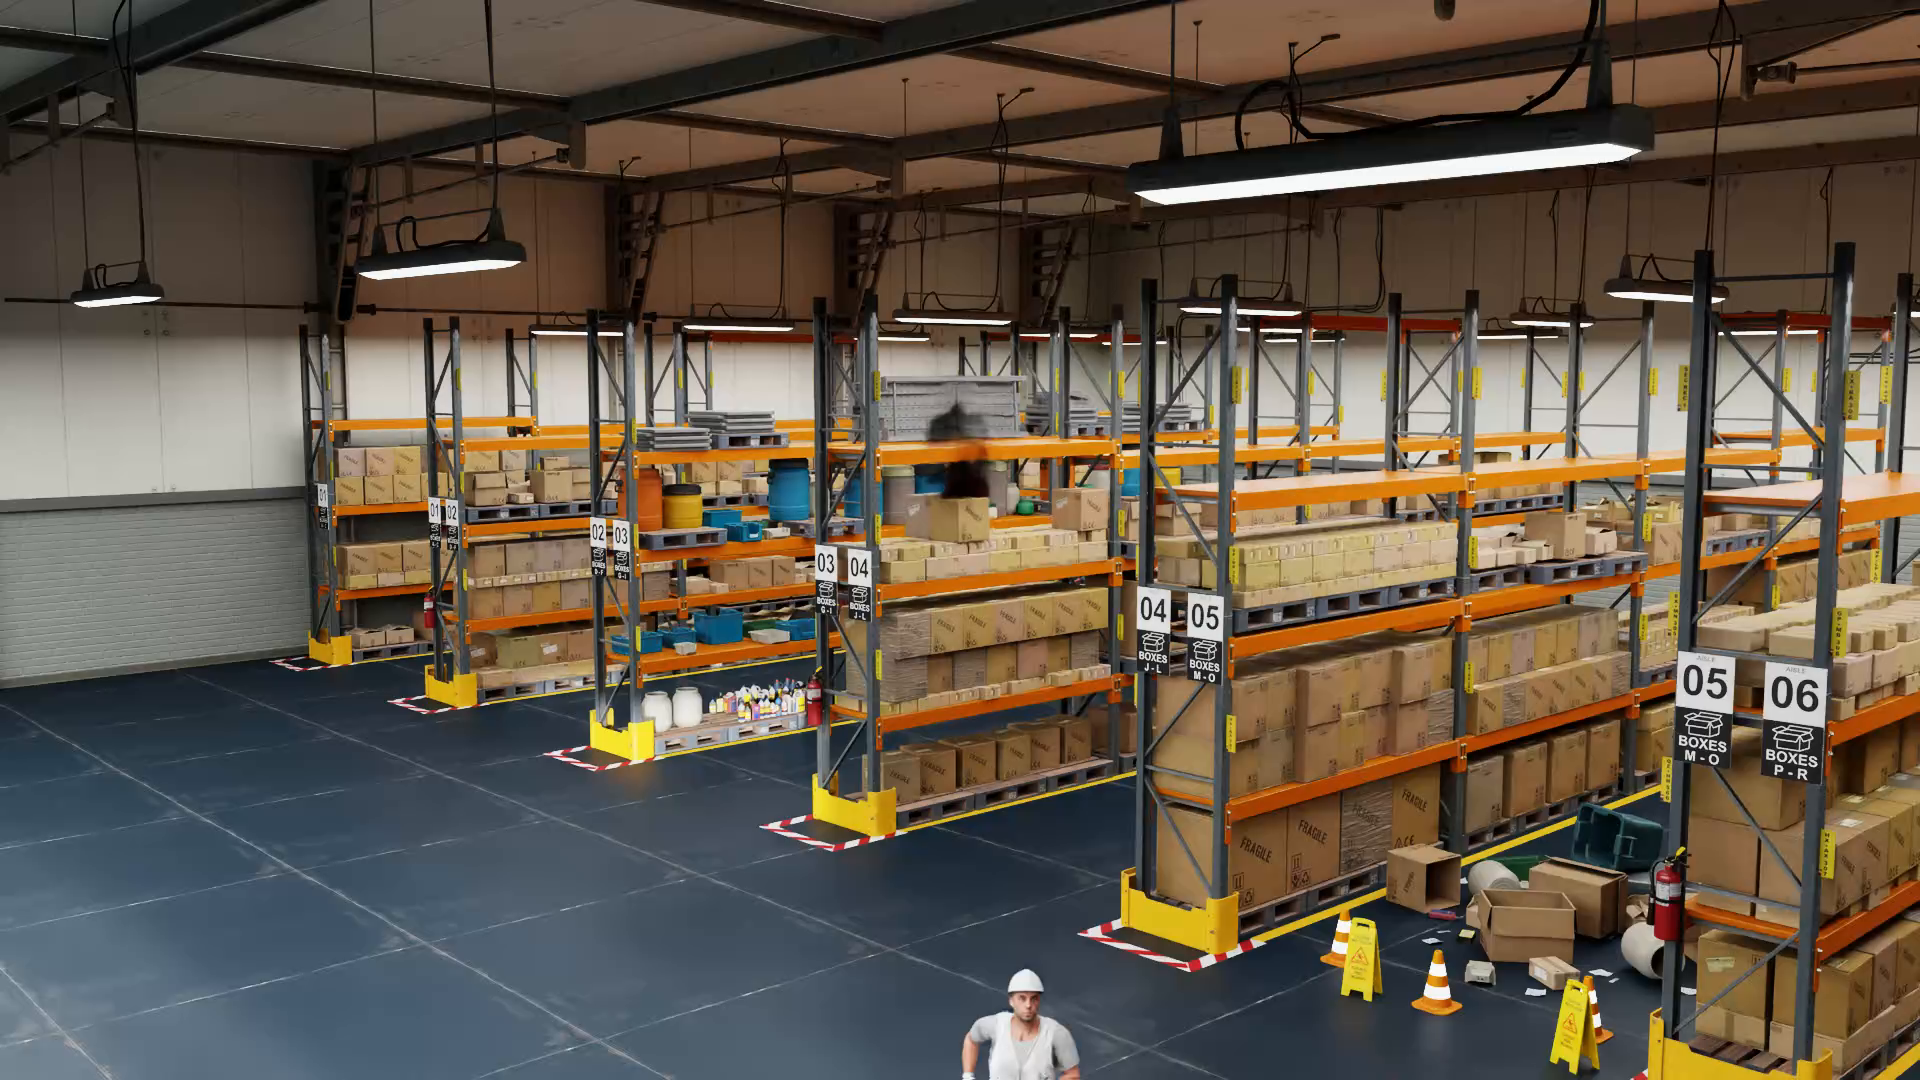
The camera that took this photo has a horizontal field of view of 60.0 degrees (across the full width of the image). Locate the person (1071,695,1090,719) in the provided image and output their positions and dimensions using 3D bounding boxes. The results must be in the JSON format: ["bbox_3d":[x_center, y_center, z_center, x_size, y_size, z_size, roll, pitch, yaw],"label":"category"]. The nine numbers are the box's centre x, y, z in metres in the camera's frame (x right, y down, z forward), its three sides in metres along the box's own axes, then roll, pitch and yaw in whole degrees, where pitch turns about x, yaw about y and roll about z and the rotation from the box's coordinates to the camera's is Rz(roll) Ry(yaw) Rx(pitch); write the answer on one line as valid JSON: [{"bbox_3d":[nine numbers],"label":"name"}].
[{"bbox_3d":[1.709,1.890,23.887,0.606,1.702,0.768,5,8,43],"label":"person"}]

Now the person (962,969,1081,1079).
[{"bbox_3d":[0.347,3.322,9.392,0.674,1.772,0.998,0,6,0],"label":"person"}]

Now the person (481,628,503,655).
[{"bbox_3d":[-8.002,1.488,28.509,0.607,1.660,0.797,6,8,44],"label":"person"}]
